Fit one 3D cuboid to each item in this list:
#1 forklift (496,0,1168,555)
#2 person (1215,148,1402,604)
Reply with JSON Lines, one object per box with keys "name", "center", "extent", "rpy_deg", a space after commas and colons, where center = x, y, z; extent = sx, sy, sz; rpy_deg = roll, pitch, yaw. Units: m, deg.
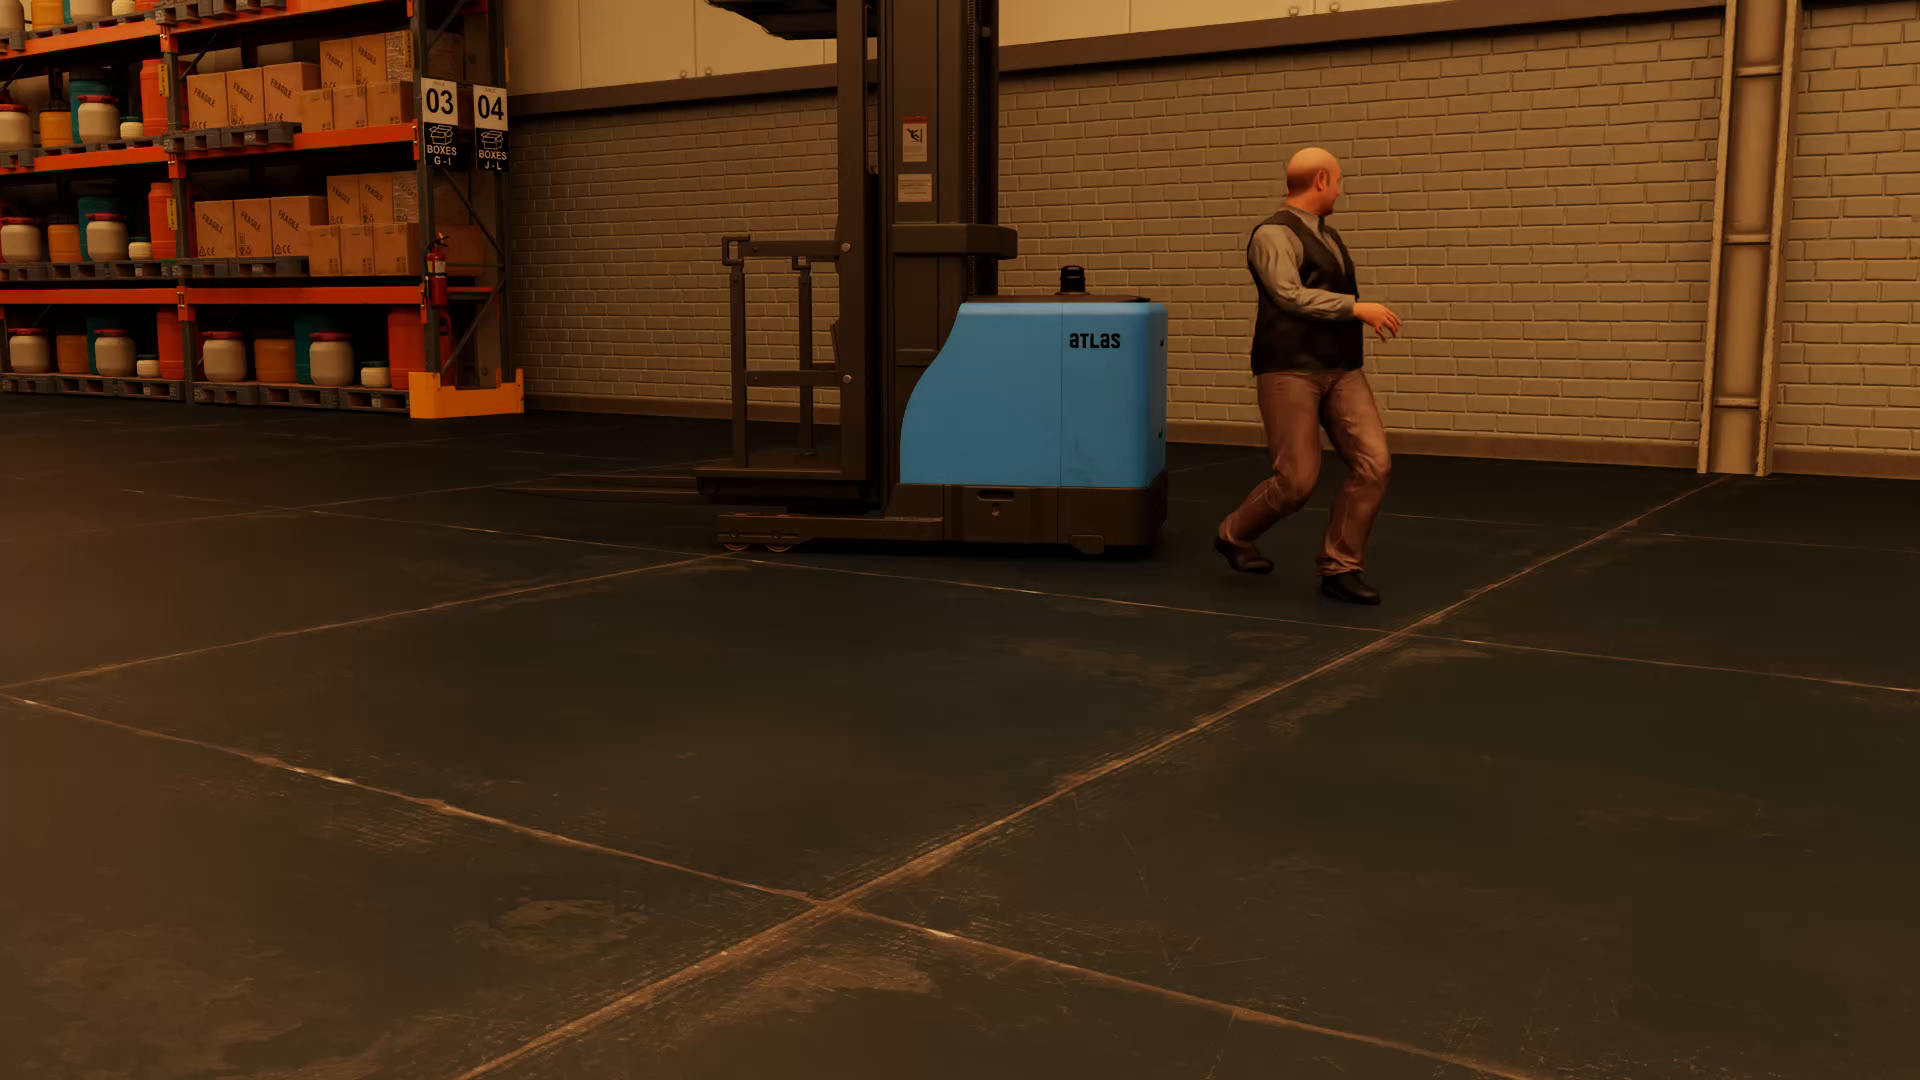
{"name": "forklift", "center": [-0.596, -1.469, 7.520], "extent": [3.031, 2.935, 1.130], "rpy_deg": [2, 8, 12]}
{"name": "person", "center": [1.302, -0.620, 6.184], "extent": [0.595, 1.643, 0.780], "rpy_deg": [-5, 10, -32]}
